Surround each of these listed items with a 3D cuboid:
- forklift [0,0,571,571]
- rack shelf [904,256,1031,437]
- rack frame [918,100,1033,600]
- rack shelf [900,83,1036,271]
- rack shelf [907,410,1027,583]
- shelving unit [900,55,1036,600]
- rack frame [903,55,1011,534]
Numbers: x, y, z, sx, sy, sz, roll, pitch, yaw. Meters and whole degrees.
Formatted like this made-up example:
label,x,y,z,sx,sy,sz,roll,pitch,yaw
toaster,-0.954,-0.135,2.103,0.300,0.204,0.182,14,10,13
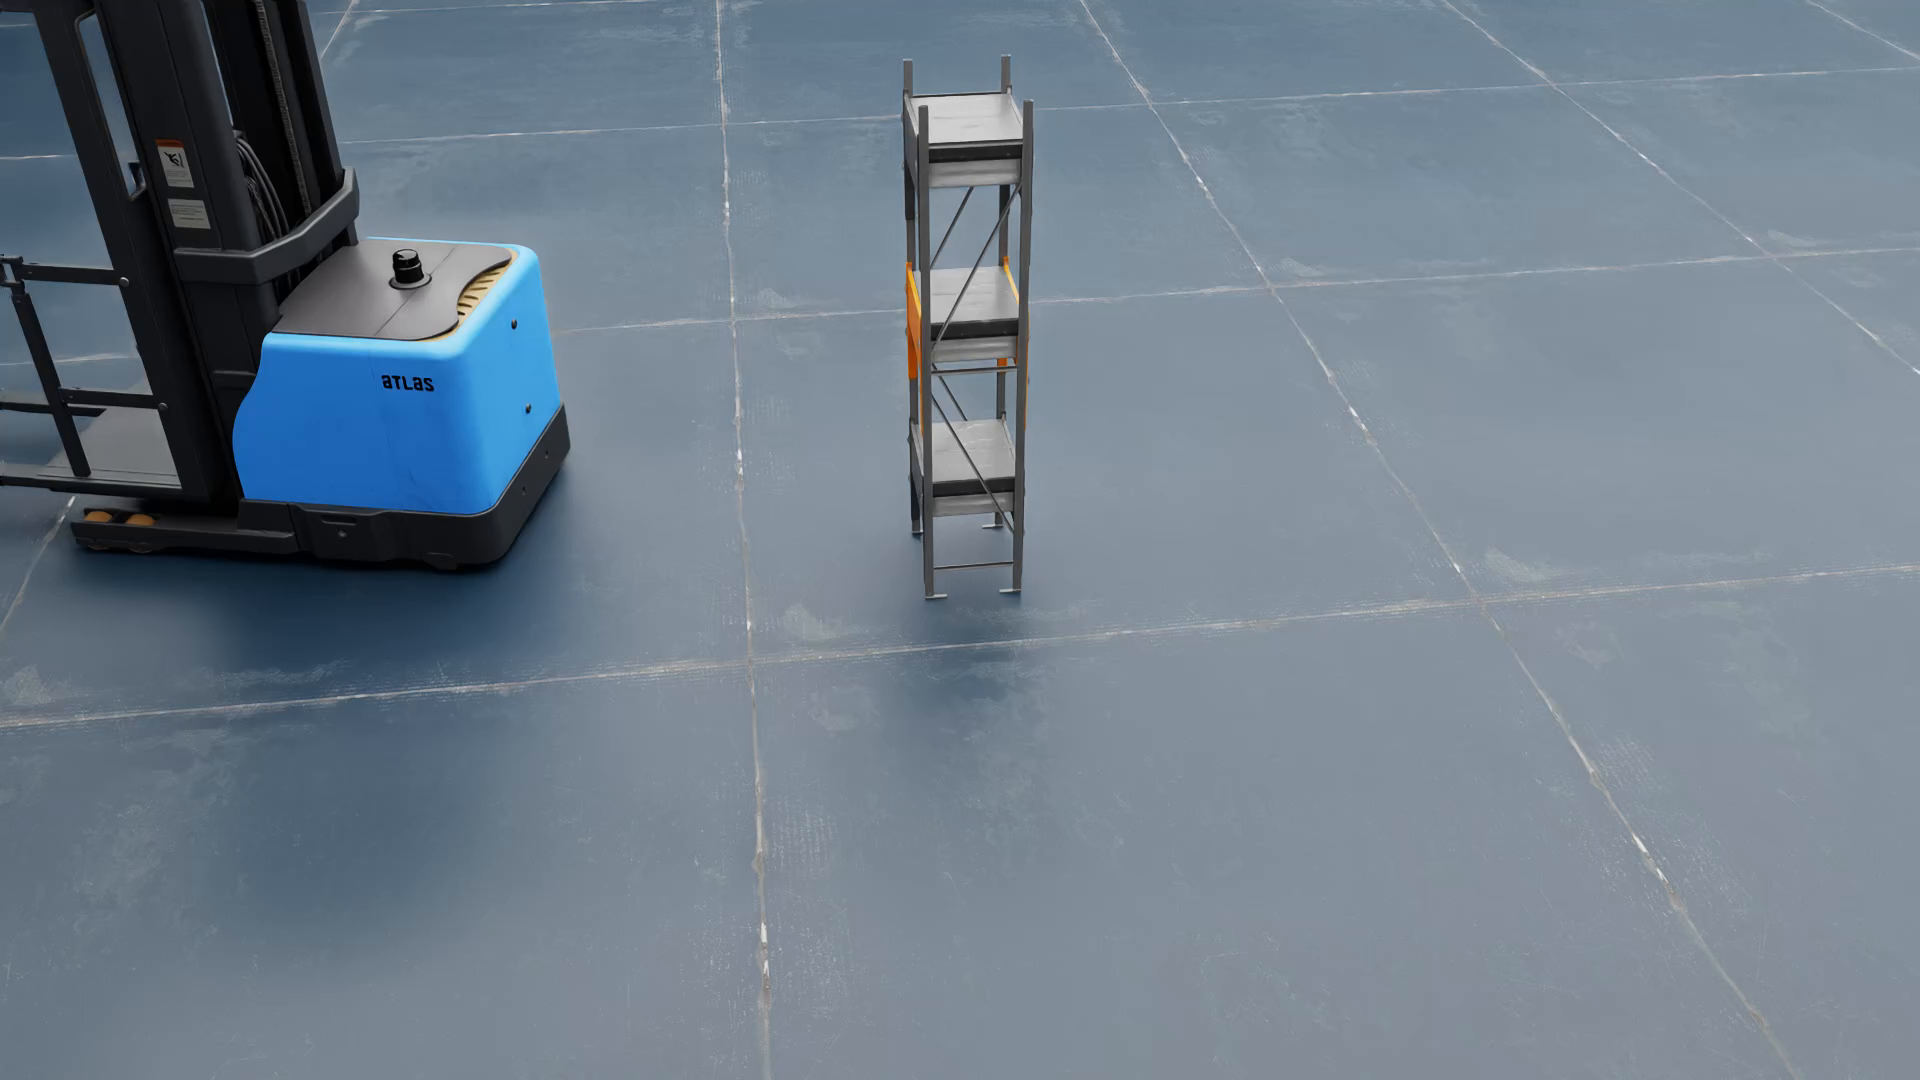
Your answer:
label,x,y,z,sx,sy,sz,roll,pitch,yaw
forklift,-3.372,-1.444,6.766,3.031,2.935,1.130,4,34,6
rack shelf,0.022,-0.764,6.531,0.431,0.518,0.480,-4,35,-6
rack frame,0.055,-0.639,6.323,0.400,2.100,0.015,-4,35,-6
rack shelf,0.022,-1.342,6.137,0.431,0.518,0.480,-4,35,-6
rack shelf,0.022,-0.186,6.925,0.431,0.518,0.480,-4,35,-6
shelving unit,0.022,-0.775,6.523,0.431,2.100,0.503,-4,35,-6
rack frame,-0.011,-0.911,6.723,0.400,2.100,0.015,-4,35,-6
